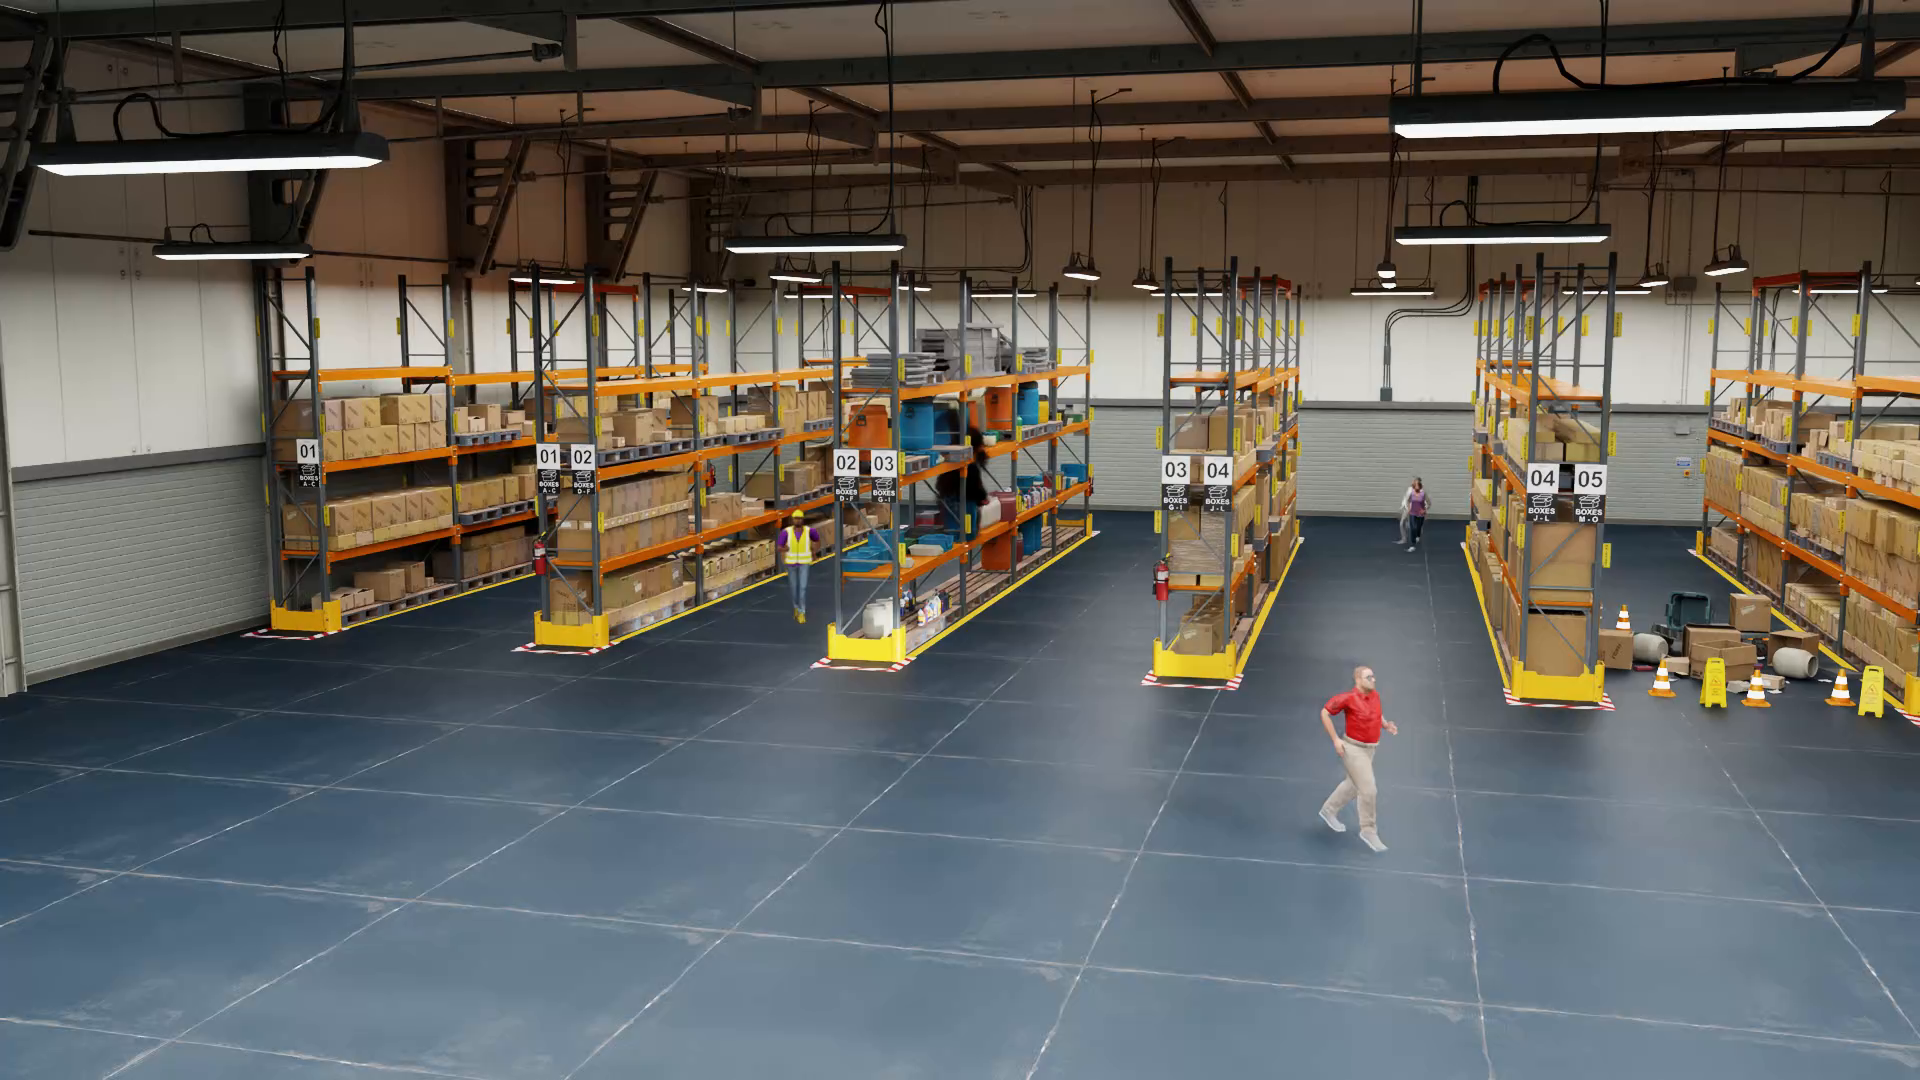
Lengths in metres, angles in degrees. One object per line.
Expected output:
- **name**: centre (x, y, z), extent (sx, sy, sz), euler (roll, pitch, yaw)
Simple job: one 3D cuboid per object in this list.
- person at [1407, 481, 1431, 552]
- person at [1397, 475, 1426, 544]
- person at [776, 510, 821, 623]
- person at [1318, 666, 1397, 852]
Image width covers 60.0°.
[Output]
- **person**: centre (10.382, -0.542, 37.653), extent (0.549, 1.603, 0.705), euler (3, 8, 25)
- **person**: centre (10.563, -0.694, 38.676), extent (0.558, 1.620, 0.661), euler (-4, 8, -29)
- **person**: centre (-2.612, 0.417, 26.840), extent (0.701, 1.813, 0.856), euler (0, 7, -1)
- **person**: centre (3.887, 2.098, 16.283), extent (0.851, 1.773, 0.650), euler (7, 10, 42)
